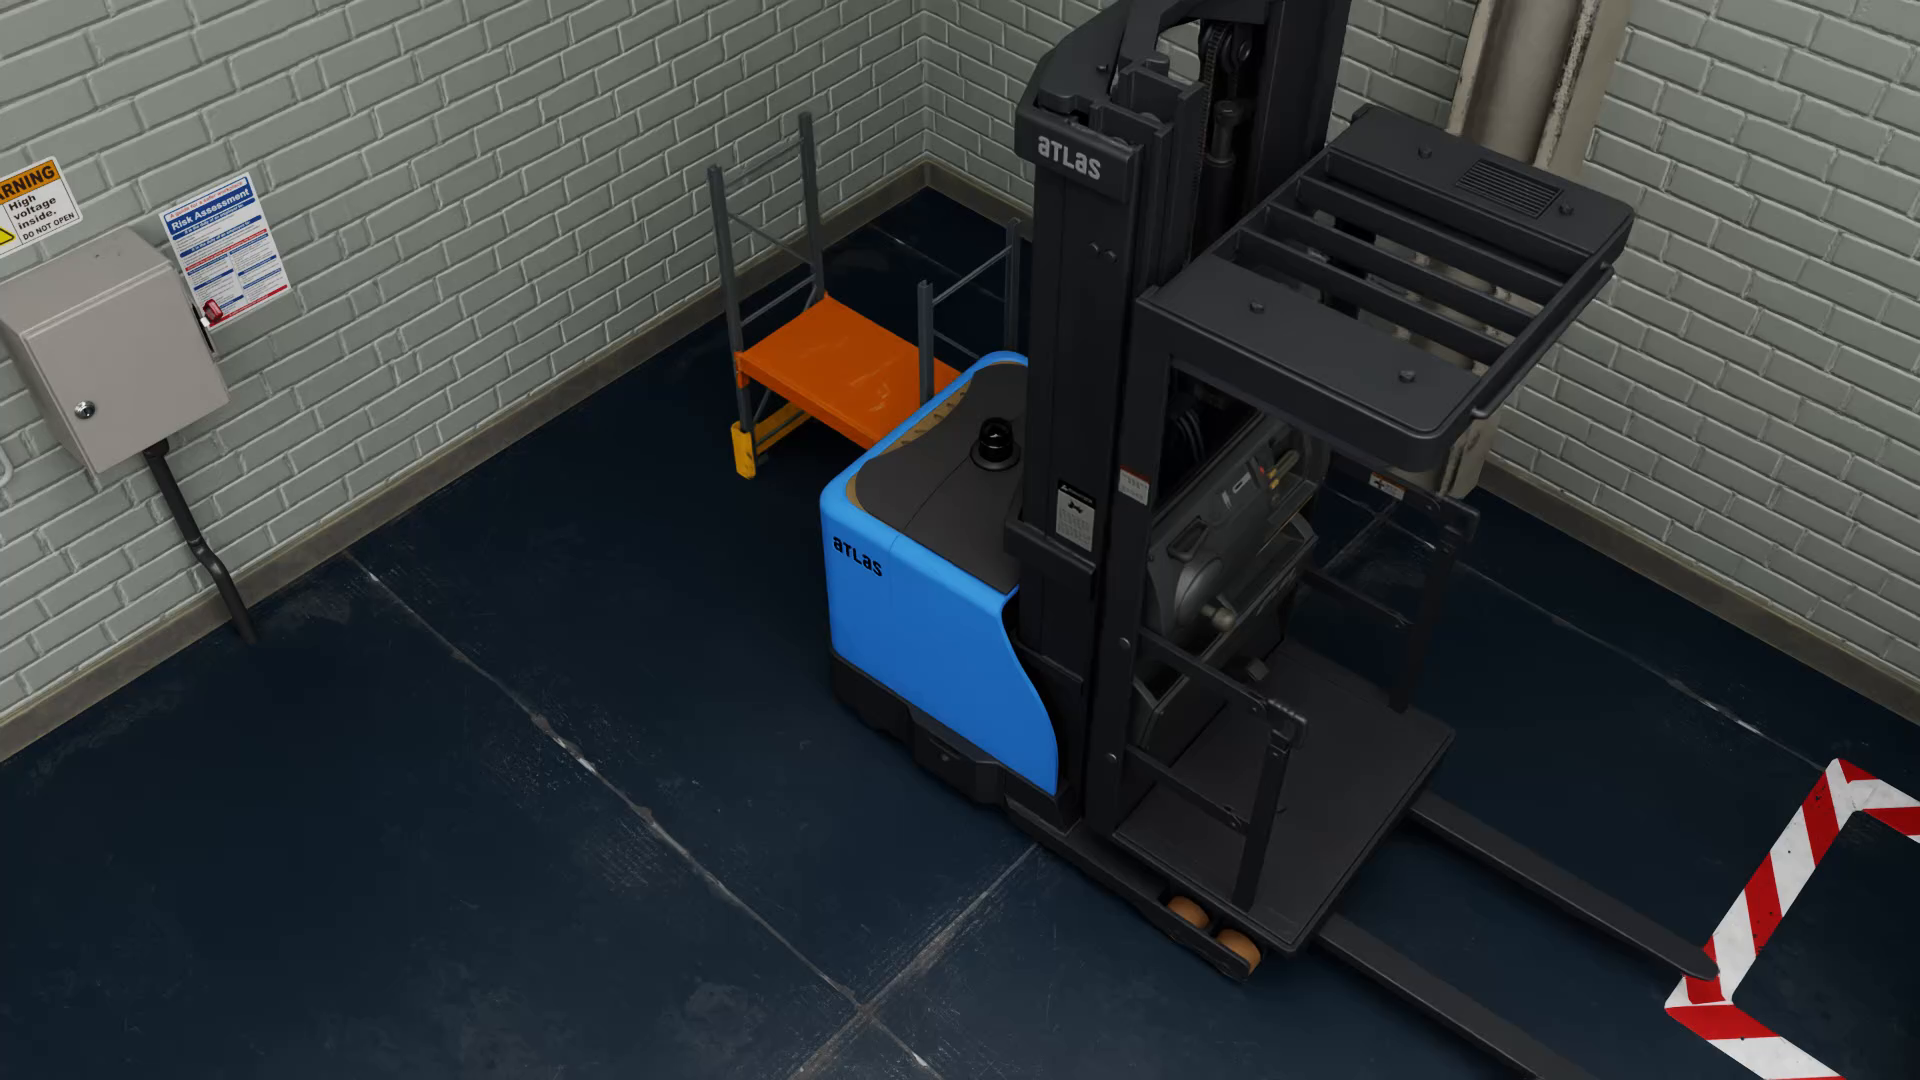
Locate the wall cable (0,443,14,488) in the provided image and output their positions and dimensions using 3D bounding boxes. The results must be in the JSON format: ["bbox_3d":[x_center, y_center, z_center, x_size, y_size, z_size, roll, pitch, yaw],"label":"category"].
[{"bbox_3d":[-3.262,-0.706,4.658,0.122,1.984,0.588,34,55,28],"label":"wall cable"}]

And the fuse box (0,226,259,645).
[{"bbox_3d":[-2.683,-0.205,5.768,0.414,1.711,0.539,34,55,28],"label":"fuse box"}]

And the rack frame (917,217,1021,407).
[{"bbox_3d":[0.035,-0.457,6.150,0.032,1.500,0.500,33,55,27],"label":"rack frame"}]

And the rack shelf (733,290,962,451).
[{"bbox_3d":[-0.346,-0.579,6.511,1.000,0.185,0.538,33,55,27],"label":"rack shelf"}]

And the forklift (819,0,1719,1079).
[{"bbox_3d":[0.985,-0.020,4.759,3.031,2.935,1.130,31,54,26],"label":"forklift"}]

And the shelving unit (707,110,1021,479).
[{"bbox_3d":[-0.353,-0.706,6.384,1.083,1.500,0.587,33,55,27],"label":"shelving unit"}]

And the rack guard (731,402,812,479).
[{"bbox_3d":[-0.727,-0.518,7.065,0.087,0.250,0.587,33,55,27],"label":"rack guard"}]

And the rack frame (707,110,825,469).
[{"bbox_3d":[-0.728,-0.947,6.610,0.032,1.500,0.500,33,55,27],"label":"rack frame"}]

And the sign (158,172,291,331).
[{"bbox_3d":[-2.500,-0.980,5.678,0.001,0.494,0.329,34,55,28],"label":"sign"}]

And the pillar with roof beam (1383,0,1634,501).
[{"bbox_3d":[-0.982,-1.041,1.555,0.400,9.000,9.100,34,55,28],"label":"pillar with roof beam"}]

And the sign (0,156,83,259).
[{"bbox_3d":[-2.873,-1.001,5.066,0.001,0.242,0.339,34,55,28],"label":"sign"}]
